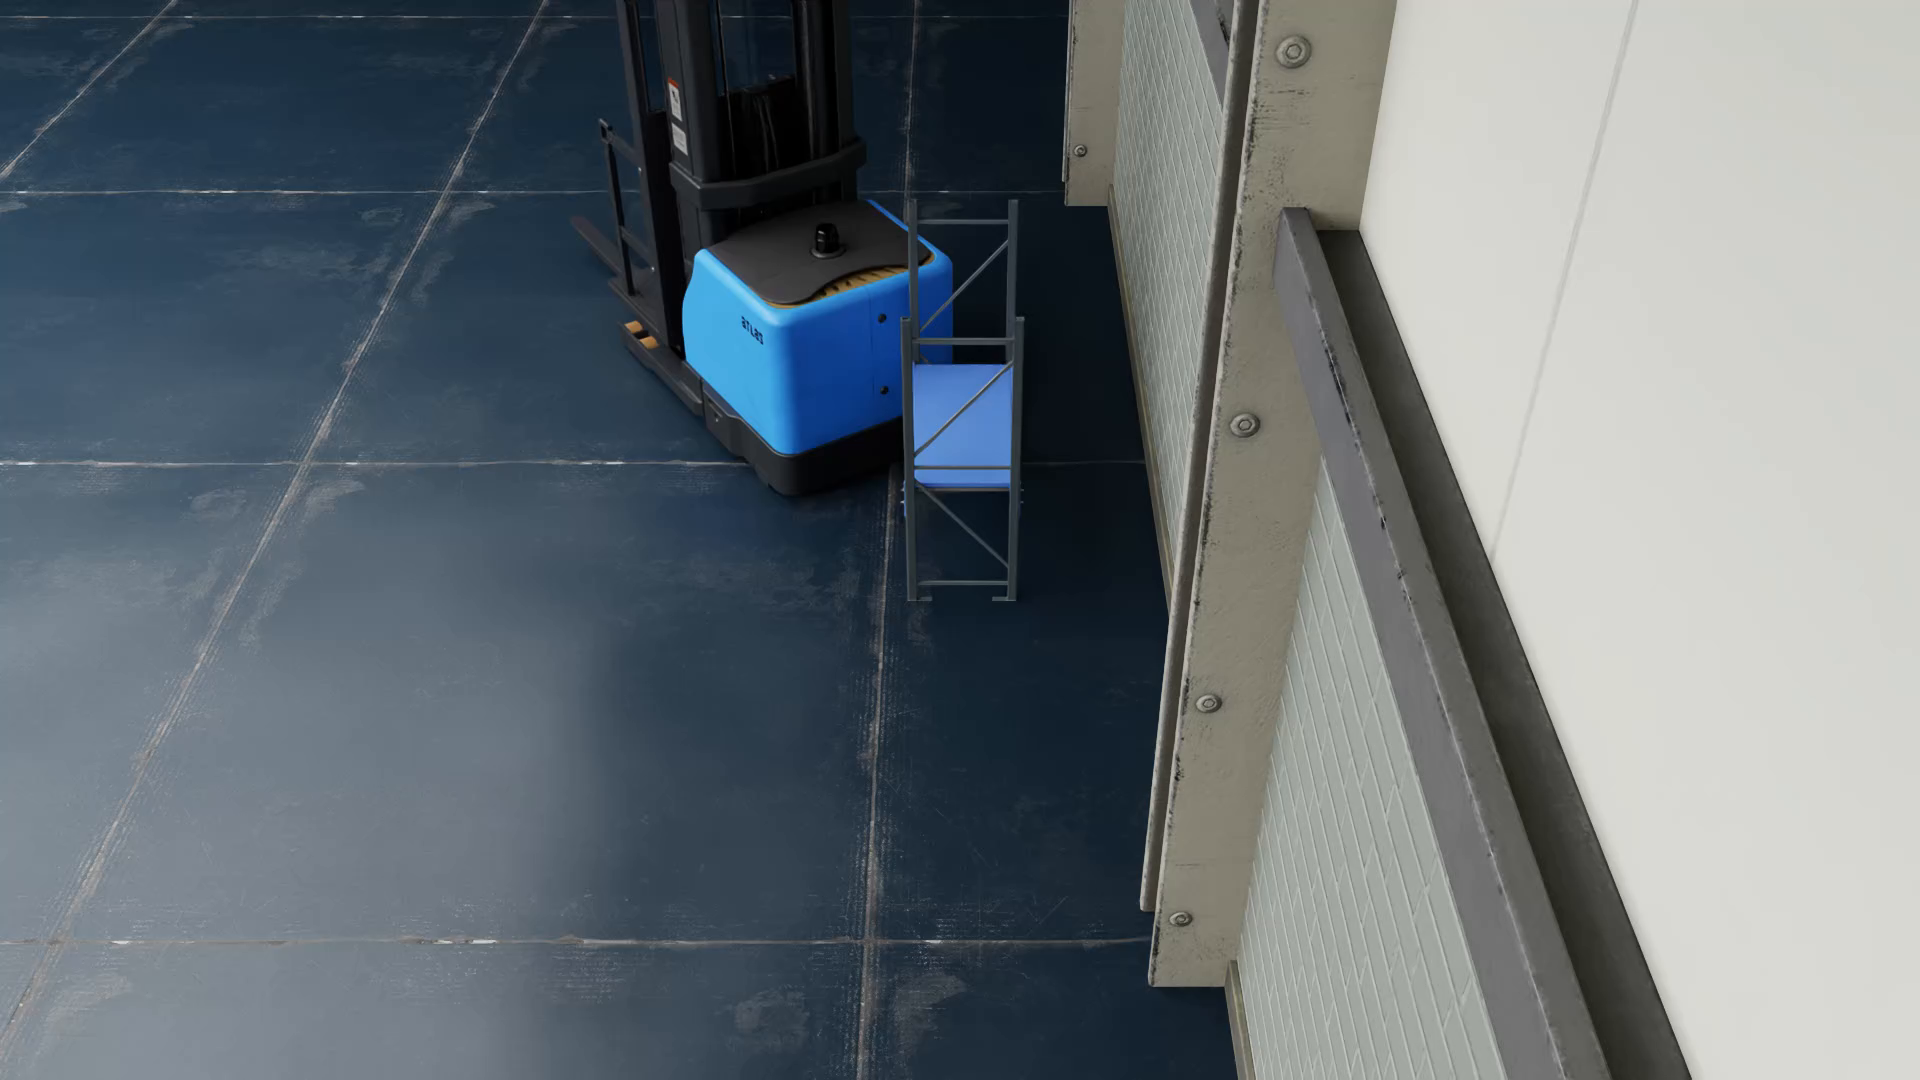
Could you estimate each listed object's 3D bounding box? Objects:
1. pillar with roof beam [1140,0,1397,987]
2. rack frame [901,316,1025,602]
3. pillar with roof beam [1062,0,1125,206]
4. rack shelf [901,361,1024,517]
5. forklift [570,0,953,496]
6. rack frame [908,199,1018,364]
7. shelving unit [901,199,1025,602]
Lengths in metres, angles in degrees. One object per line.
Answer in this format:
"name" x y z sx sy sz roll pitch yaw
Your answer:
"pillar with roof beam" -3.469 -2.025 3.327 9.100 9.000 0.400 0 39 0
"rack frame" 0.010 -0.309 7.182 0.500 1.500 0.032 0 39 0
"pillar with roof beam" -3.476 -5.777 8.009 9.100 9.000 0.400 0 39 0
"rack shelf" 0.012 -0.486 7.691 0.538 0.185 1.000 0 39 0
"forklift" -1.251 -2.248 8.457 1.130 2.935 3.031 -23 44 -26
"rack frame" 0.013 -0.945 7.975 0.500 1.500 0.032 0 39 0
"shelving unit" 0.012 -0.627 7.578 0.538 1.500 1.048 0 39 0
